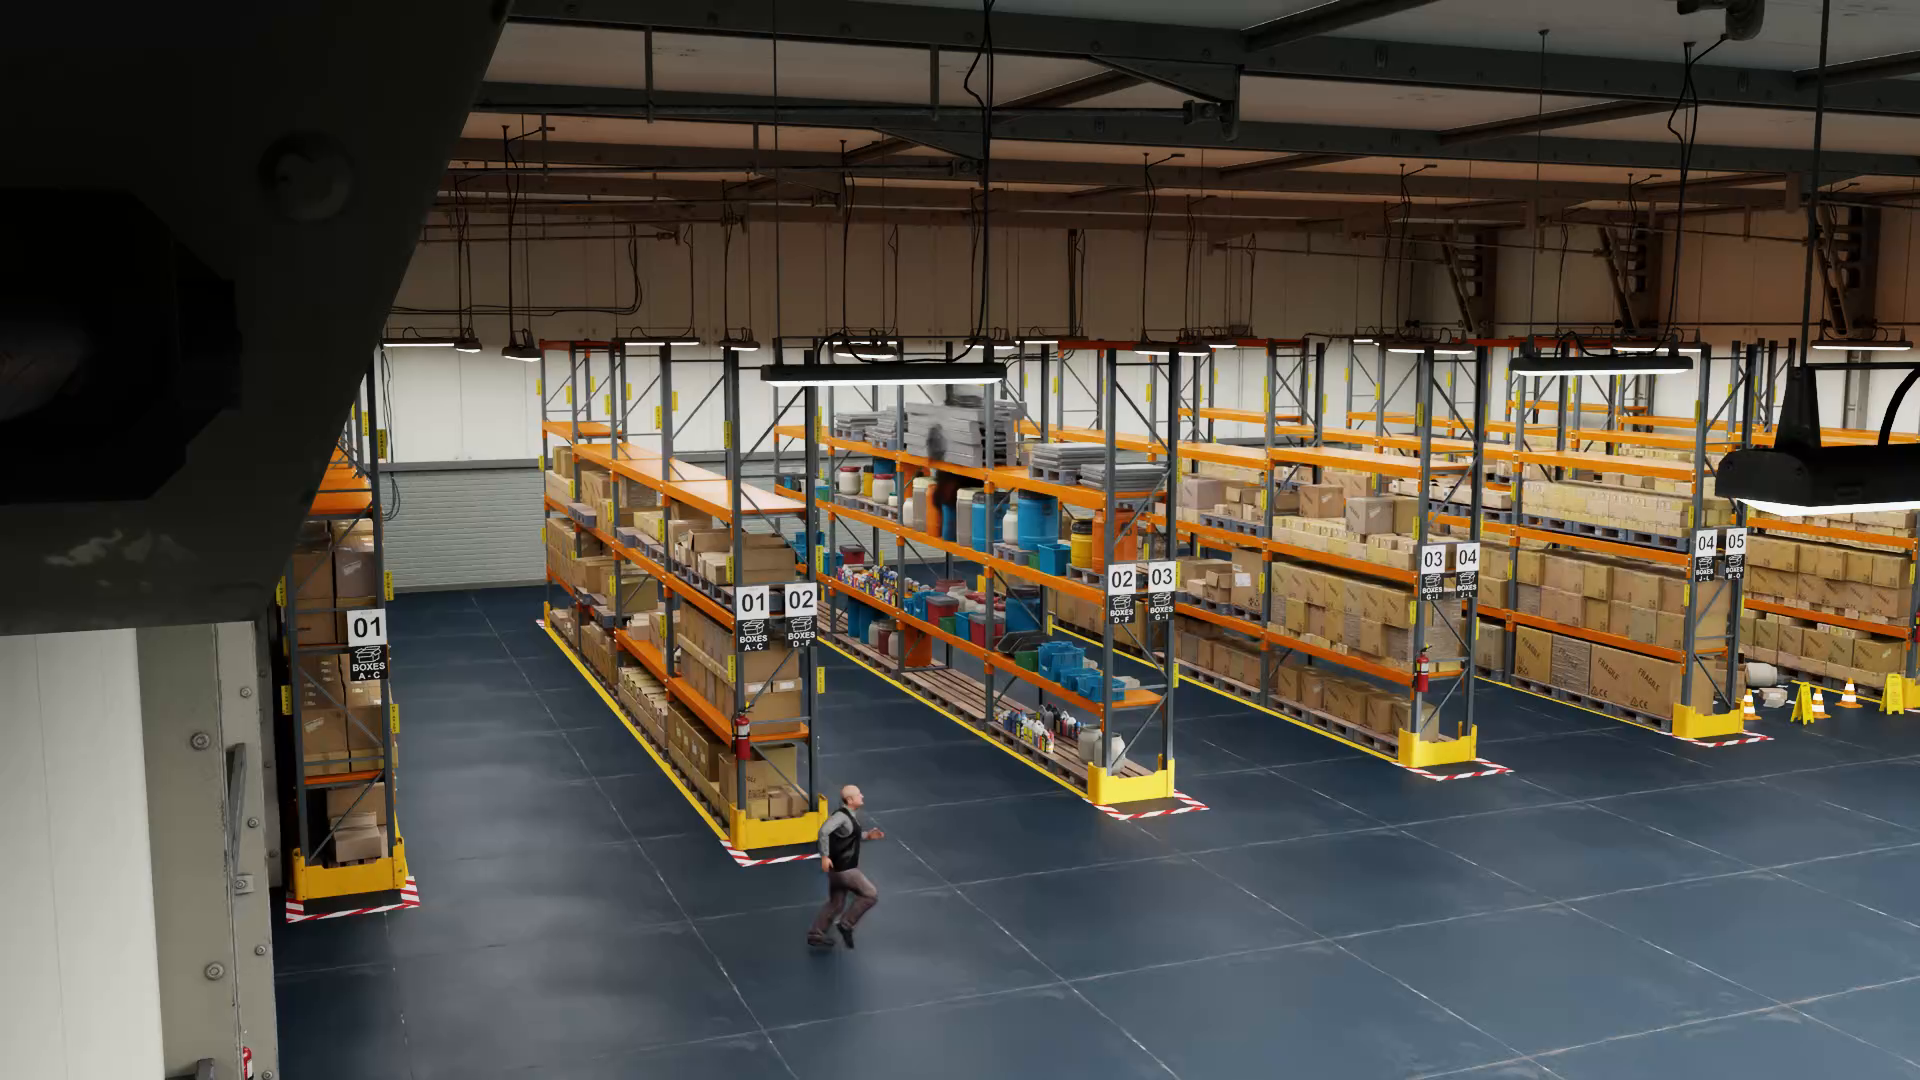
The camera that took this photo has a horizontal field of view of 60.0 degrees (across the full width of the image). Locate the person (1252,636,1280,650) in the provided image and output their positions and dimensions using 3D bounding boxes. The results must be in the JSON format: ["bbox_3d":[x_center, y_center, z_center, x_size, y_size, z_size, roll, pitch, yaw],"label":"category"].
[{"bbox_3d":[5.859,1.394,31.500,0.672,1.754,0.712,-4,8,-29],"label":"person"}]

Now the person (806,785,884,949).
[{"bbox_3d":[-1.165,3.303,16.774,0.792,1.682,0.687,0,7,-1],"label":"person"}]

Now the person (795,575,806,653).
[{"bbox_3d":[-2.936,1.491,30.547,0.645,1.723,0.608,-2,8,-12],"label":"person"}]
